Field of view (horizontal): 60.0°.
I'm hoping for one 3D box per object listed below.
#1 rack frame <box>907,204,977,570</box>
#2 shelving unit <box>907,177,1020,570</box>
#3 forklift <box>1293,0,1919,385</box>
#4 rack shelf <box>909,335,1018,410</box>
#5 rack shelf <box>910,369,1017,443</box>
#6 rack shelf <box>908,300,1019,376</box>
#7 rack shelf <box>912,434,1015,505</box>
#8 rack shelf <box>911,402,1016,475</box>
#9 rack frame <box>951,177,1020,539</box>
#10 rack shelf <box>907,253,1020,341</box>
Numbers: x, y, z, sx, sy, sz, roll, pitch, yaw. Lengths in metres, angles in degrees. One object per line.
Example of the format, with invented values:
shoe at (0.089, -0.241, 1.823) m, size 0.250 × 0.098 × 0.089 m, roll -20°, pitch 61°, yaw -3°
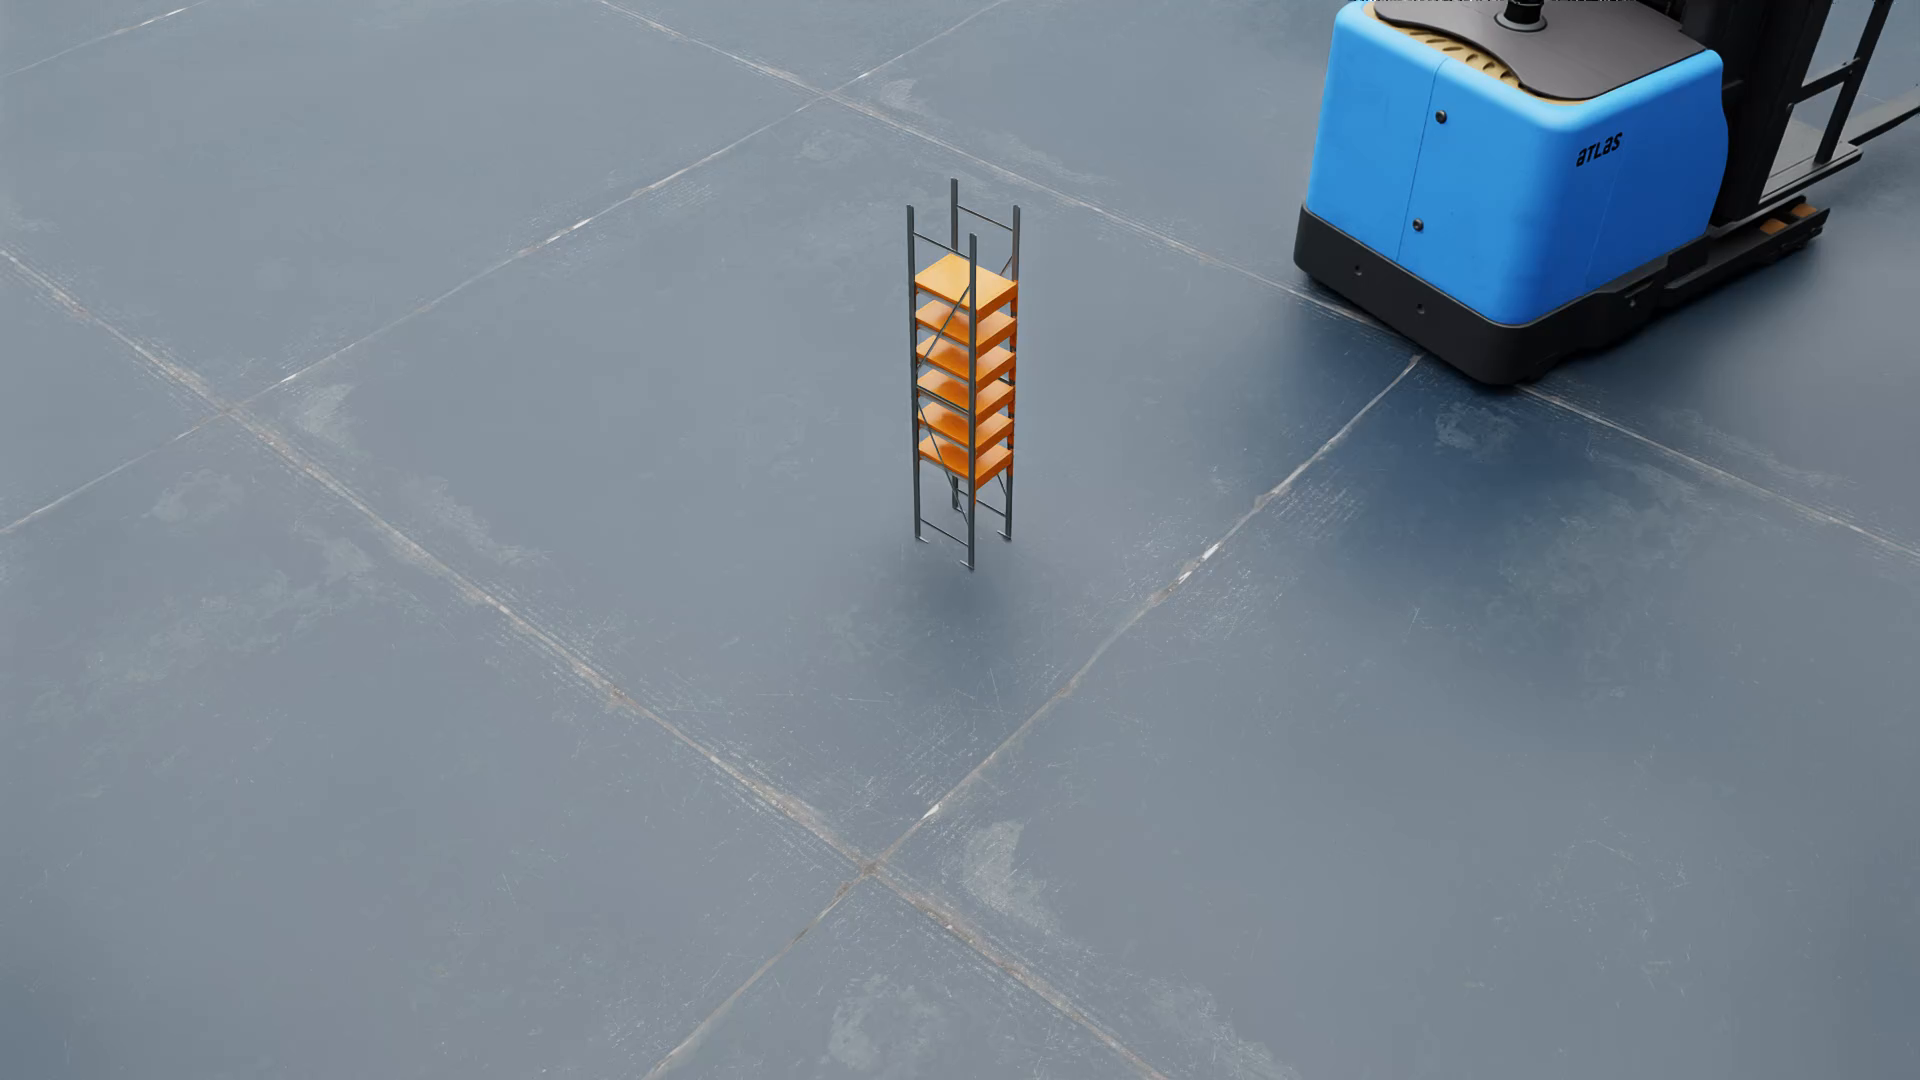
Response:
rack frame at (-0.050, -0.404, 4.803) m, size 0.240 × 1.200 × 0.006 m, roll 29°, pitch 50°, yaw 28°
shelving unit at (0.009, -0.451, 4.855) m, size 0.258 × 1.200 × 0.189 m, roll 29°, pitch 50°, yaw 28°
forklift at (2.759, -2.418, 5.730) m, size 3.031 × 2.935 × 1.130 m, roll -26°, pitch 48°, yaw -26°
rack shelf at (0.009, -0.507, 4.804) m, size 0.258 × 0.103 × 0.180 m, roll 29°, pitch 50°, yaw 28°
rack shelf at (0.009, -0.419, 4.884) m, size 0.258 × 0.103 × 0.180 m, roll 29°, pitch 50°, yaw 28°
rack shelf at (0.009, -0.596, 4.723) m, size 0.258 × 0.103 × 0.180 m, roll 29°, pitch 50°, yaw 28°
rack shelf at (0.009, -0.241, 5.046) m, size 0.258 × 0.103 × 0.180 m, roll 29°, pitch 50°, yaw 28°
rack shelf at (0.009, -0.330, 4.965) m, size 0.258 × 0.103 × 0.180 m, roll 29°, pitch 50°, yaw 28°
rack frame at (0.068, -0.498, 4.906) m, size 0.240 × 1.200 × 0.006 m, roll 29°, pitch 50°, yaw 28°
rack shelf at (0.009, -0.685, 4.642) m, size 0.258 × 0.103 × 0.180 m, roll 29°, pitch 50°, yaw 28°
